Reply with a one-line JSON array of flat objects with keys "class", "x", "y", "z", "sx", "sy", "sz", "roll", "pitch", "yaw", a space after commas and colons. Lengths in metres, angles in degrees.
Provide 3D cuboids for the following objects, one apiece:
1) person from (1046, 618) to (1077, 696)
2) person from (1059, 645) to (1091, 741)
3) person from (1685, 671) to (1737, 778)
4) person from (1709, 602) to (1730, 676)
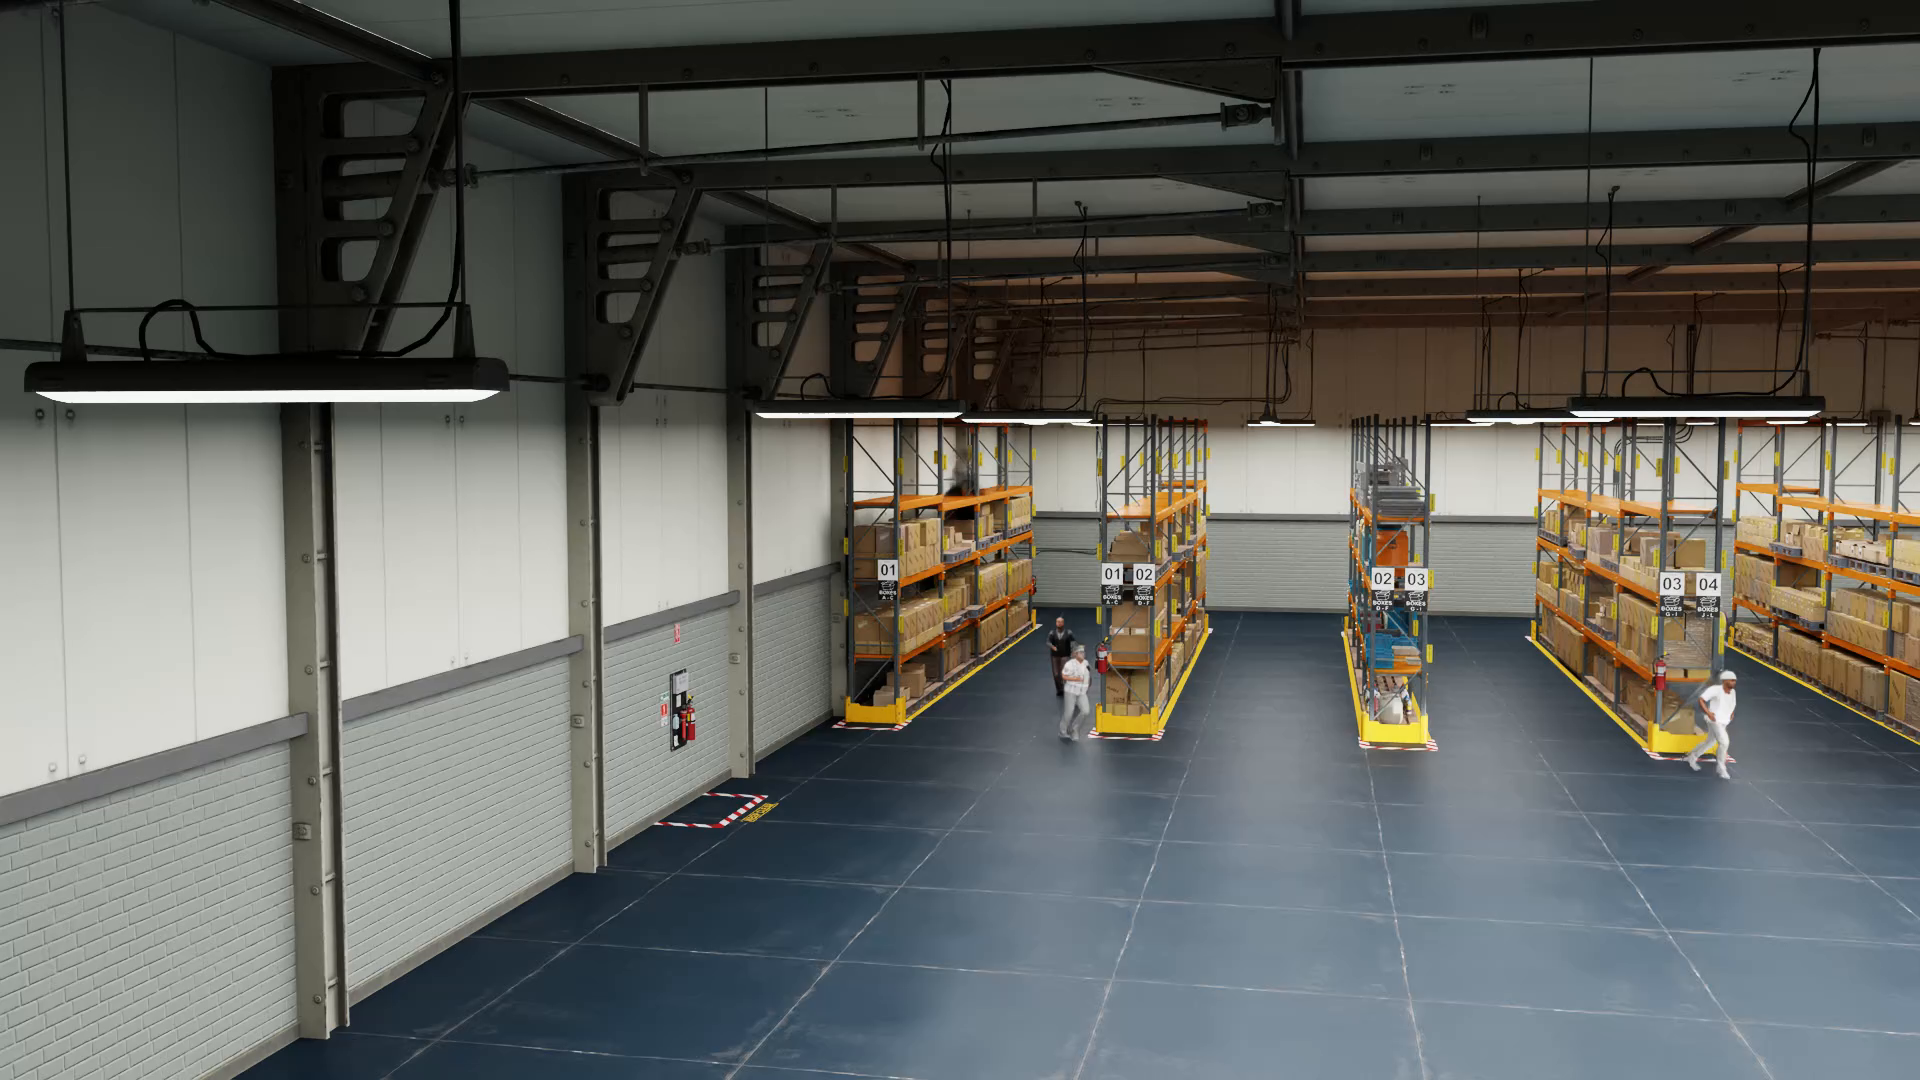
[{"class": "person", "x": 2.154, "y": 2.507, "z": 35.573, "sx": 0.645, "sy": 1.681, "sz": 0.592, "roll": 1, "pitch": 4, "yaw": 10}, {"class": "person", "x": 2.181, "y": 2.825, "z": 30.578, "sx": 0.662, "sy": 1.805, "sz": 0.705, "roll": -2, "pitch": 4, "yaw": -26}, {"class": "person", "x": 12.517, "y": 3.037, "z": 27.639, "sx": 0.720, "sy": 1.782, "sz": 0.828, "roll": -2, "pitch": 4, "yaw": -31}, {"class": "person", "x": 17.447, "y": 2.250, "z": 38.363, "sx": 0.703, "sy": 1.738, "sz": 1.007, "roll": 0, "pitch": 4, "yaw": 1}]
